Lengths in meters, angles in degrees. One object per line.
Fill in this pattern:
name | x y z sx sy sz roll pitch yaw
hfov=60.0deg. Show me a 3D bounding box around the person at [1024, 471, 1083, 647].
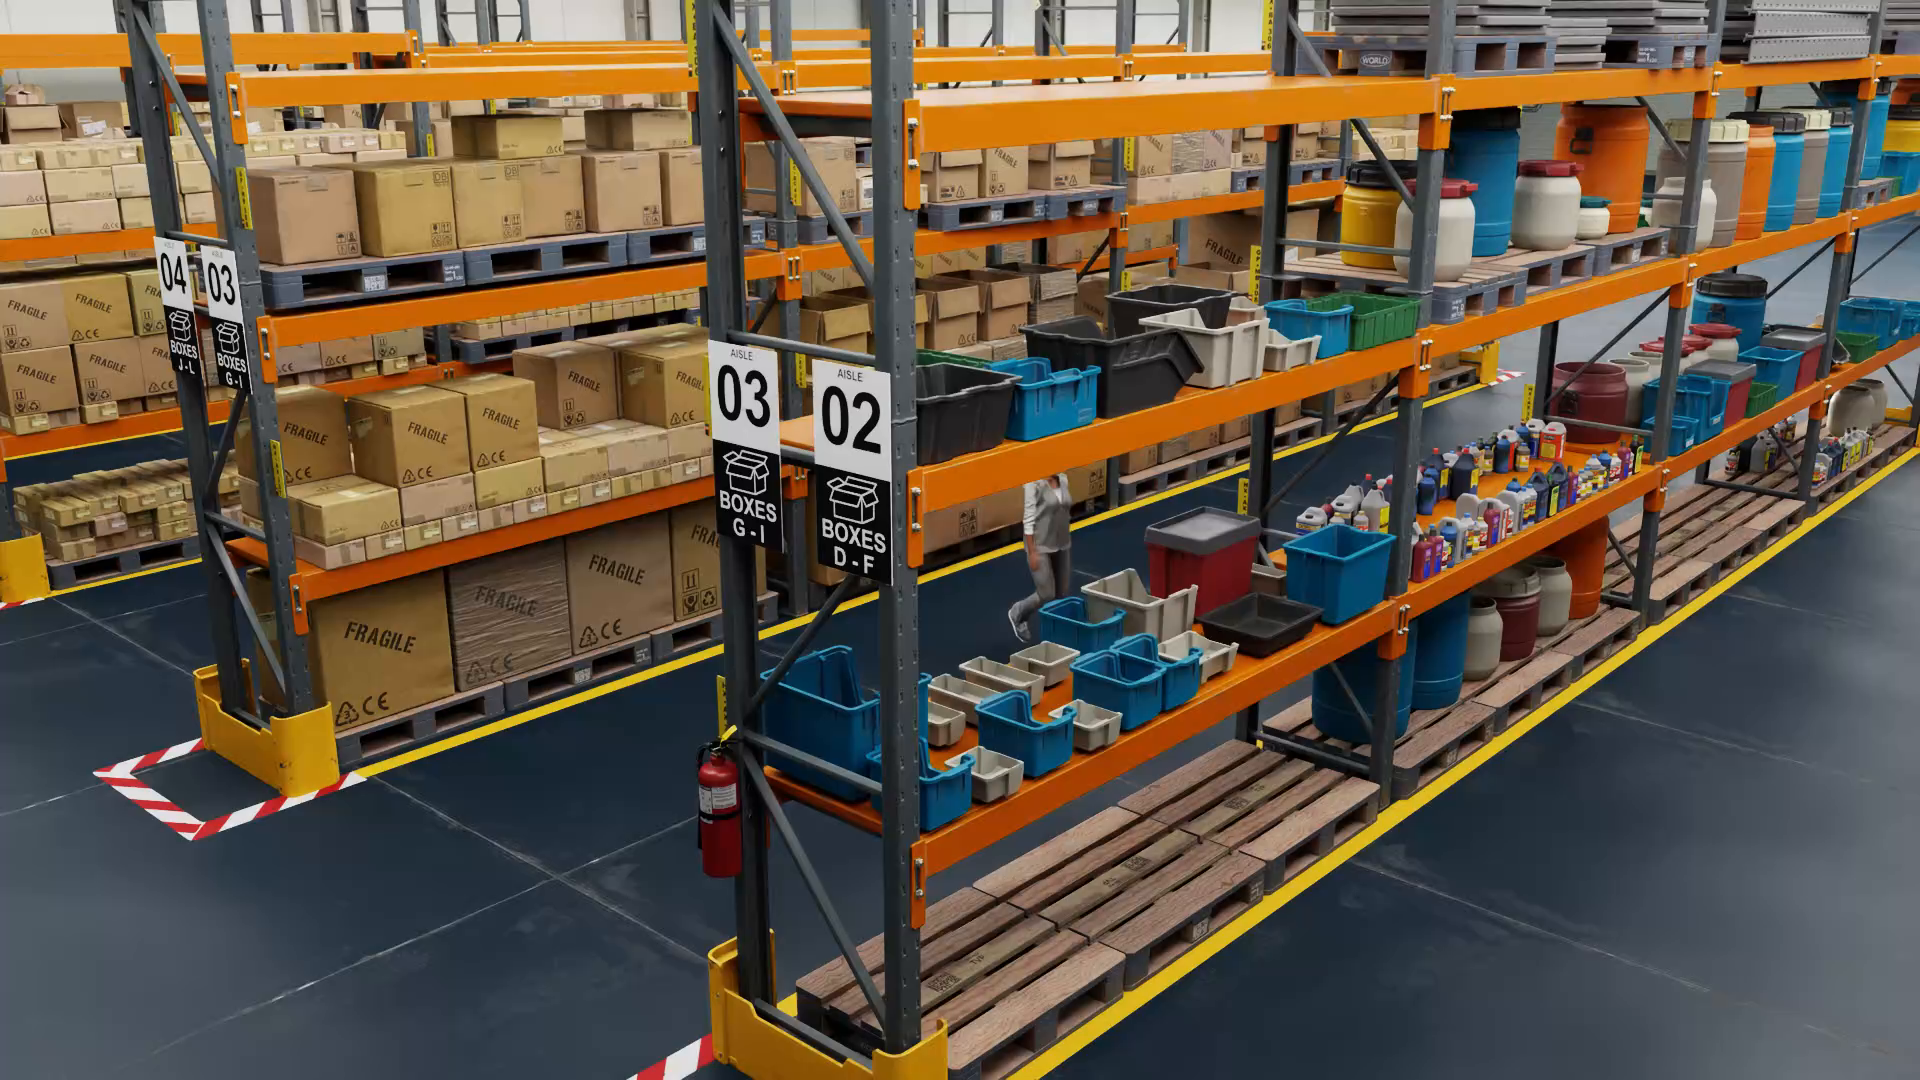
person | 0.668 0.097 11.691 0.463 1.587 0.416 -15 23 -40
